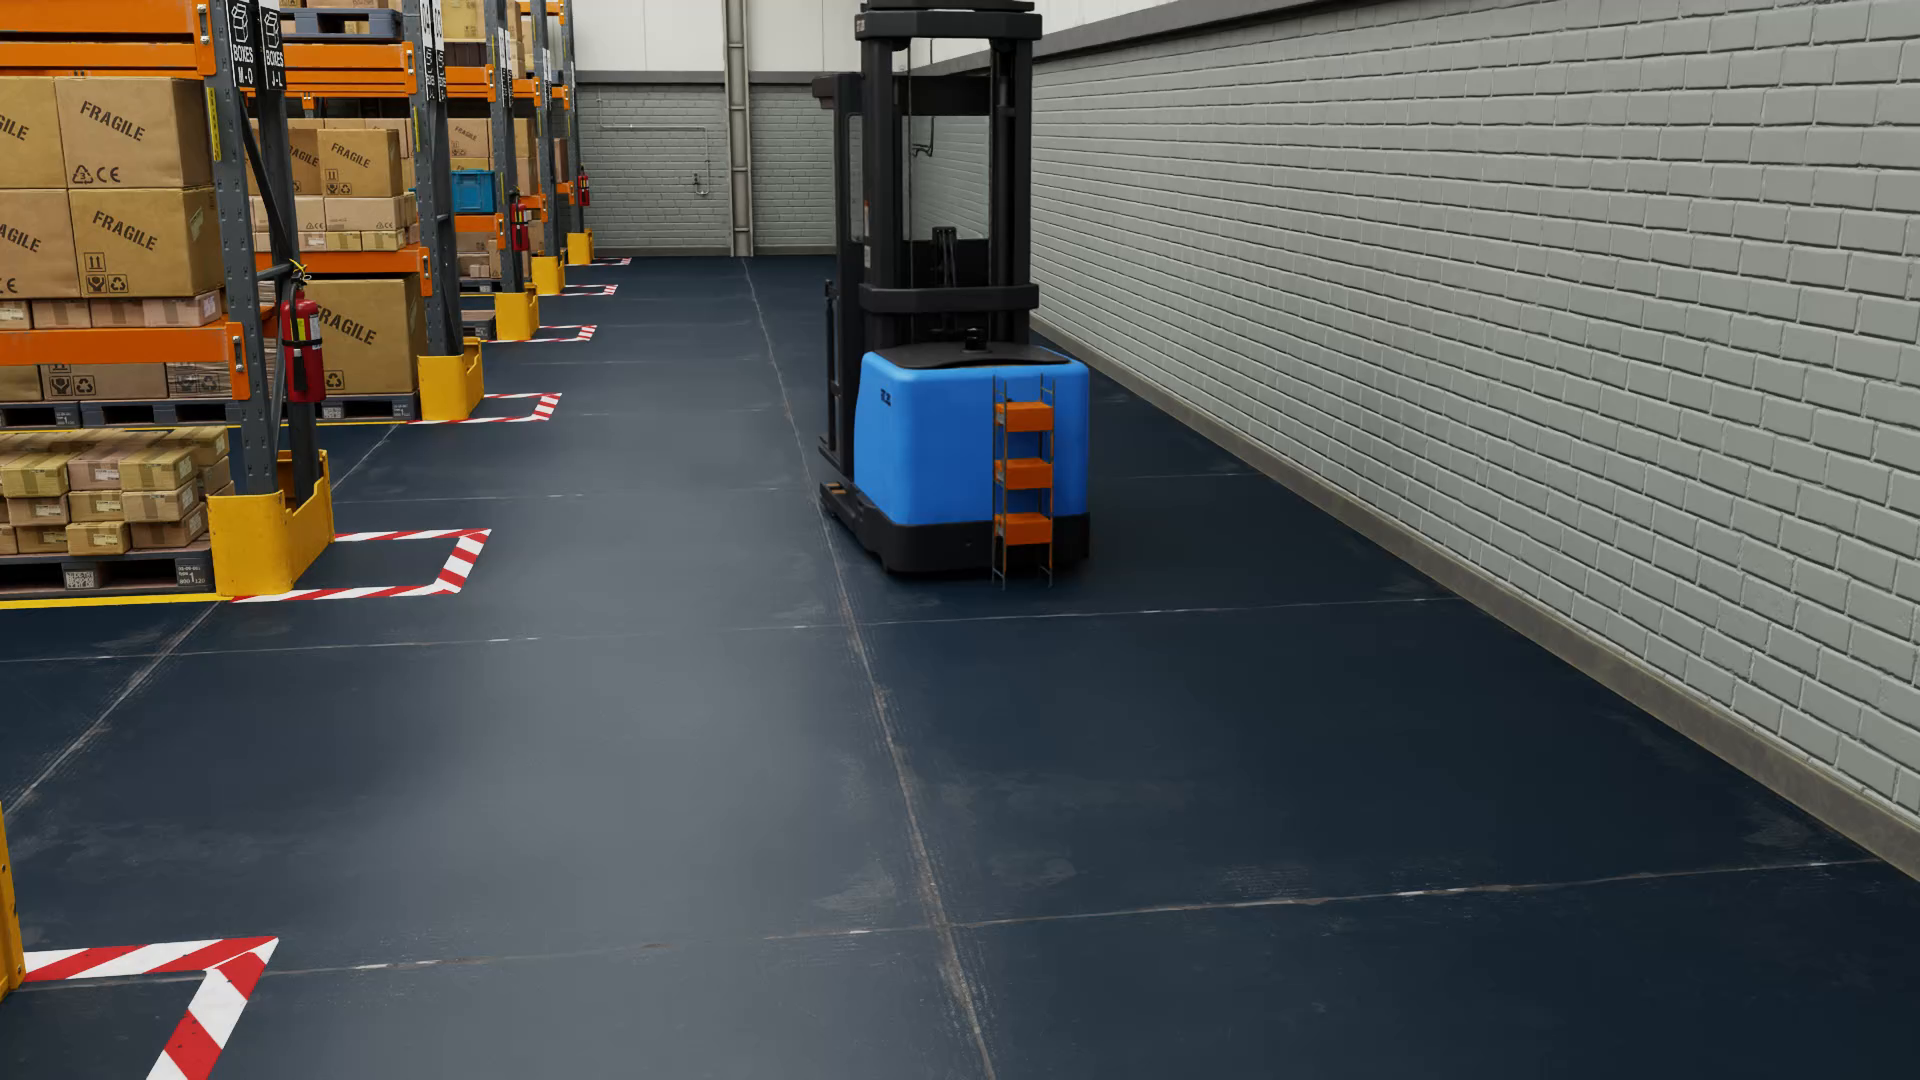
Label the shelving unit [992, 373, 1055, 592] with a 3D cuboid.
[{"bbox_3d":[0.309,-0.283,8.191,0.252,1.050,0.215,-4,15,-15],"label":"shelving unit"}]

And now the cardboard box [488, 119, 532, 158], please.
[{"bbox_3d":[-5.992,-5.356,22.150,0.500,0.500,0.500,-2,14,-9],"label":"cardboard box"}]

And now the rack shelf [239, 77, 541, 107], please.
[{"bbox_3d":[-7.571,-5.938,22.045,4.000,0.370,1.077,-2,14,-8],"label":"rack shelf"}]

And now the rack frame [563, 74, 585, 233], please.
[{"bbox_3d":[-6.335,-6.096,27.362,0.127,3.000,1.000,-2,14,-8],"label":"rack frame"}]

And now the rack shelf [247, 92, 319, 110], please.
[{"bbox_3d":[-12.268,-6.984,26.218,4.000,0.370,1.077,-2,14,-8],"label":"rack shelf"}]

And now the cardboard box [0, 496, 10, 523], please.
[{"bbox_3d":[-4.756,-0.198,8.230,0.250,0.149,0.380,-2,14,-9],"label":"cardboard box"}]

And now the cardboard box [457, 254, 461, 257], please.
[{"bbox_3d":[-7.162,-3.796,22.942,0.500,0.250,0.500,-2,14,-8],"label":"cardboard box"}]

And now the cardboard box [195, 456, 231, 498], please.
[{"bbox_3d":[-4.038,-0.333,8.768,0.250,0.149,0.380,-1,14,-6],"label":"cardboard box"}]

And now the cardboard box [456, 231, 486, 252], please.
[{"bbox_3d":[-8.004,-5.001,27.273,0.500,0.500,0.700,-3,14,-10],"label":"cardboard box"}]

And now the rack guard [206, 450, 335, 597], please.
[{"bbox_3d":[-3.557,-0.110,8.631,0.348,0.500,1.175,-2,14,-8],"label":"rack guard"}]

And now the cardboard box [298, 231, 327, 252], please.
[{"bbox_3d":[-4.930,-2.289,12.698,0.250,0.149,0.380,-2,14,-8],"label":"cardboard box"}]

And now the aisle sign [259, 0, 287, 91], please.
[{"bbox_3d":[-3.454,-2.660,8.320,0.004,0.787,0.394,-2,14,-8],"label":"aisle sign"}]

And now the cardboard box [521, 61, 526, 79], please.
[{"bbox_3d":[-6.139,-6.329,22.435,0.500,0.250,0.500,-2,14,-8],"label":"cardboard box"}]

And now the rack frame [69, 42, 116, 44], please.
[{"bbox_3d":[-8.814,-6.478,16.552,0.127,3.000,1.000,-2,14,-8],"label":"rack frame"}]

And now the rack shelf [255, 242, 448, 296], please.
[{"bbox_3d":[-6.098,-2.100,12.908,4.000,0.370,1.077,-2,14,-8],"label":"rack shelf"}]

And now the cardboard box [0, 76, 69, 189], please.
[{"bbox_3d":[-4.398,-1.908,7.790,0.500,0.500,0.500,-3,14,-10],"label":"cardboard box"}]

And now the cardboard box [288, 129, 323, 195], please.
[{"bbox_3d":[-5.130,-2.986,13.118,0.500,0.500,0.500,-2,14,-10],"label":"cardboard box"}]

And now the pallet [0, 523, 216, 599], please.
[{"bbox_3d":[-4.366,0.052,8.582,1.213,0.211,1.003,-2,14,-8],"label":"pallet"}]

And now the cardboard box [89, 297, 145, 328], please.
[{"bbox_3d":[-4.014,-1.123,8.050,0.250,0.149,0.380,-2,14,-8],"label":"cardboard box"}]

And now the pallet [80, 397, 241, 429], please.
[{"bbox_3d":[-6.104,-1.078,13.085,1.213,0.211,1.003,-2,14,-8],"label":"pallet"}]

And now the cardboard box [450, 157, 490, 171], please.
[{"bbox_3d":[-6.508,-4.852,22.195,0.500,0.500,0.500,-2,14,-8],"label":"cardboard box"}]

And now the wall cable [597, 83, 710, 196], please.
[{"bbox_3d":[-5.209,-6.863,28.331,1.851,1.984,0.084,-2,14,-8],"label":"wall cable"}]

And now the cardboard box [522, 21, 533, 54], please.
[{"bbox_3d":[-7.018,-8.002,26.494,0.500,0.500,0.500,-2,14,-8],"label":"cardboard box"}]

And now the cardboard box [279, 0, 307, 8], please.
[{"bbox_3d":[-5.201,-4.254,12.577,0.500,0.500,0.700,-3,14,-10],"label":"cardboard box"}]

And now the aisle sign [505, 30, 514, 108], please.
[{"bbox_3d":[-4.832,-5.048,17.839,0.004,0.787,0.394,-2,14,-8],"label":"aisle sign"}]

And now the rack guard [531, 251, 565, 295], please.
[{"bbox_3d":[-5.668,-3.689,22.905,0.348,0.500,1.175,-2,14,-8],"label":"rack guard"}]

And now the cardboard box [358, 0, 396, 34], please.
[{"bbox_3d":[-7.592,-6.833,21.874,0.500,0.500,0.700,-2,14,-8],"label":"cardboard box"}]

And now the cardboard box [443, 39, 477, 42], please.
[{"bbox_3d":[-6.557,-6.431,21.813,0.500,0.250,0.500,-2,14,-8],"label":"cardboard box"}]

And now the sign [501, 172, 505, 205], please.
[{"bbox_3d":[-4.761,-3.660,17.315,0.005,0.325,0.100,-2,14,-8],"label":"sign"}]

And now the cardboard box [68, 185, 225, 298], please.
[{"bbox_3d":[-3.888,-1.439,7.978,0.500,0.500,0.500,-2,14,-7],"label":"cardboard box"}]

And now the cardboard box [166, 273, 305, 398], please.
[{"bbox_3d":[-5.642,-1.619,13.016,0.875,0.875,0.875,-2,14,-8],"label":"cardboard box"}]

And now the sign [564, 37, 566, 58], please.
[{"bbox_3d":[-6.267,-7.811,26.377,0.005,0.325,0.100,-2,14,-8],"label":"sign"}]

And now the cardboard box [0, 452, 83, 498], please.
[{"bbox_3d":[-4.462,-0.319,8.101,0.250,0.149,0.380,-2,14,-10],"label":"cardboard box"}]

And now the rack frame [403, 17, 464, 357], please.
[{"bbox_3d":[-4.121,-2.521,13.110,0.127,3.000,1.000,-2,14,-8],"label":"rack frame"}]

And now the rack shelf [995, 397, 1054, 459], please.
[{"bbox_3d":[0.309,-0.548,8.124,0.240,0.259,0.215,-4,15,-15],"label":"rack shelf"}]

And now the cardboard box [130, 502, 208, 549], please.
[{"bbox_3d":[-3.971,-0.076,8.357,0.250,0.149,0.380,-2,14,-7],"label":"cardboard box"}]

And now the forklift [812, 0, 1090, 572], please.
[{"bbox_3d":[-0.210,-1.573,9.469,1.130,2.935,3.031,-4,15,-15],"label":"forklift"}]

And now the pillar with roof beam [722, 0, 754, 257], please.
[{"bbox_3d":[-3.152,-8.276,23.723,0.400,9.000,9.100,-2,14,-8],"label":"pillar with roof beam"}]

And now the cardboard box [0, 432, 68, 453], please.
[{"bbox_3d":[-4.806,-0.451,8.627,0.250,0.149,0.380,-3,14,-11],"label":"cardboard box"}]

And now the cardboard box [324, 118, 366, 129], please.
[{"bbox_3d":[-8.022,-5.280,21.847,0.500,0.500,0.500,-3,14,-10],"label":"cardboard box"}]

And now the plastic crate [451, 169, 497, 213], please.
[{"bbox_3d":[-5.162,-3.702,17.621,0.499,0.435,0.616,-2,14,-8],"label":"plastic crate"}]

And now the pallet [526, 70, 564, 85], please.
[{"bbox_3d":[-7.067,-7.478,26.891,1.213,0.211,1.003,-2,14,-8],"label":"pallet"}]
